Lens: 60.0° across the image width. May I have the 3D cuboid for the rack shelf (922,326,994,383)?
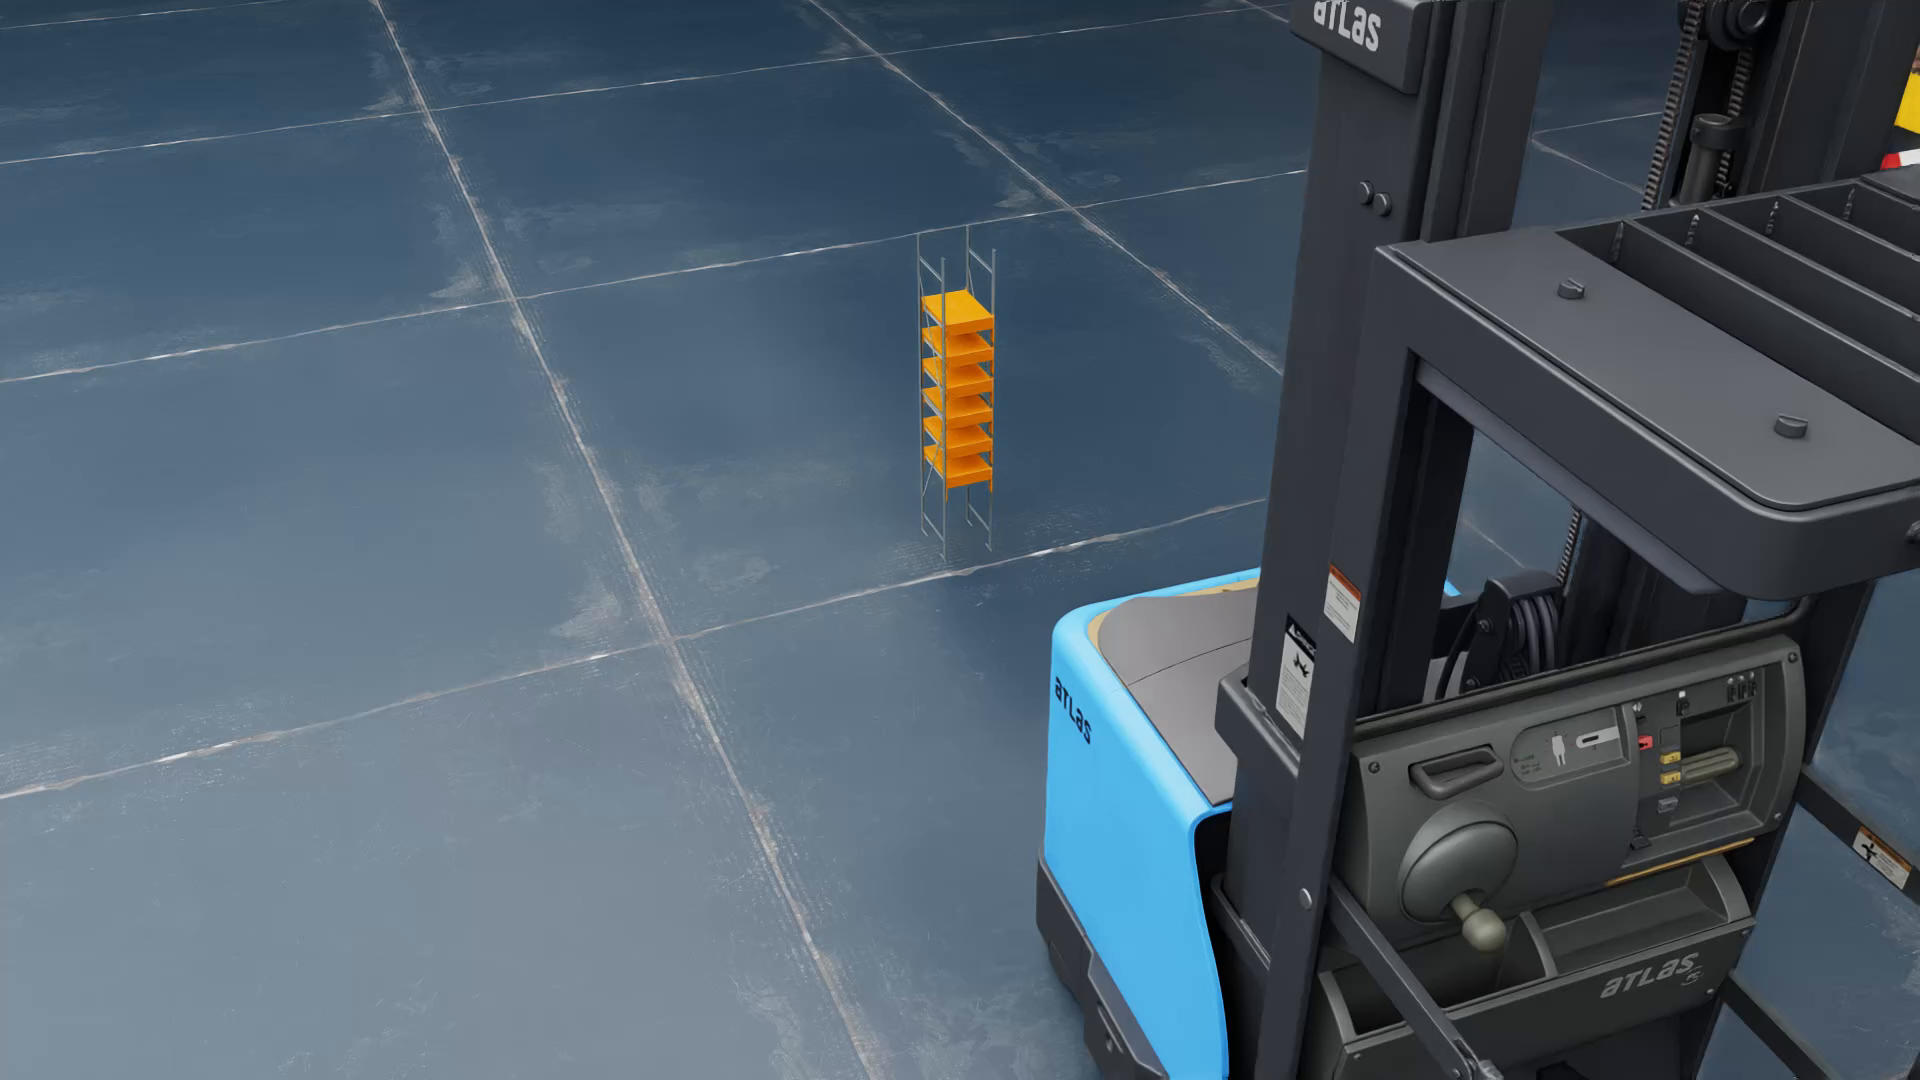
[{"bbox_3d":[-0.013,-0.664,5.811,0.180,0.103,0.258,-13,35,-19],"label":"rack shelf"}]

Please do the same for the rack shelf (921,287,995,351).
[{"bbox_3d":[-0.013,-0.764,5.746,0.180,0.103,0.258,-13,35,-19],"label":"rack shelf"}]

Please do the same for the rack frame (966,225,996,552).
[{"bbox_3d":[0.071,-0.519,5.948,0.006,1.200,0.240,-13,35,-19],"label":"rack frame"}]

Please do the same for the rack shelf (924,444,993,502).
[{"bbox_3d":[-0.013,-0.261,6.073,0.180,0.103,0.258,-13,35,-19],"label":"rack shelf"}]

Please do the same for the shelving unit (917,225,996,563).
[{"bbox_3d":[-0.013,-0.500,5.918,0.189,1.200,0.258,-13,35,-19],"label":"shelving unit"}]

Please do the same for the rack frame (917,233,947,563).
[{"bbox_3d":[-0.098,-0.481,5.888,0.006,1.200,0.240,-13,35,-19],"label":"rack frame"}]

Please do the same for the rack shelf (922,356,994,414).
[{"bbox_3d":[-0.013,-0.563,5.877,0.180,0.103,0.258,-13,35,-19],"label":"rack shelf"}]

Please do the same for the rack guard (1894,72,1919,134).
[{"bbox_3d":[5.774,-2.872,10.206,0.348,0.500,1.175,-13,35,-19],"label":"rack guard"}]

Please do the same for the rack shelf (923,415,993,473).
[{"bbox_3d":[-0.013,-0.362,6.008,0.180,0.103,0.258,-13,35,-19],"label":"rack shelf"}]

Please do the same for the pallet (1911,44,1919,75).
[{"bbox_3d":[6.525,-2.920,10.544,1.213,0.211,1.003,-13,35,-19],"label":"pallet"}]

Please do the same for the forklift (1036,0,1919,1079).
[{"bbox_3d":[1.190,0.507,2.784,1.130,2.935,3.031,-11,35,-17],"label":"forklift"}]

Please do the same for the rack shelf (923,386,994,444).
[{"bbox_3d":[-0.013,-0.463,5.942,0.180,0.103,0.258,-13,35,-19],"label":"rack shelf"}]
